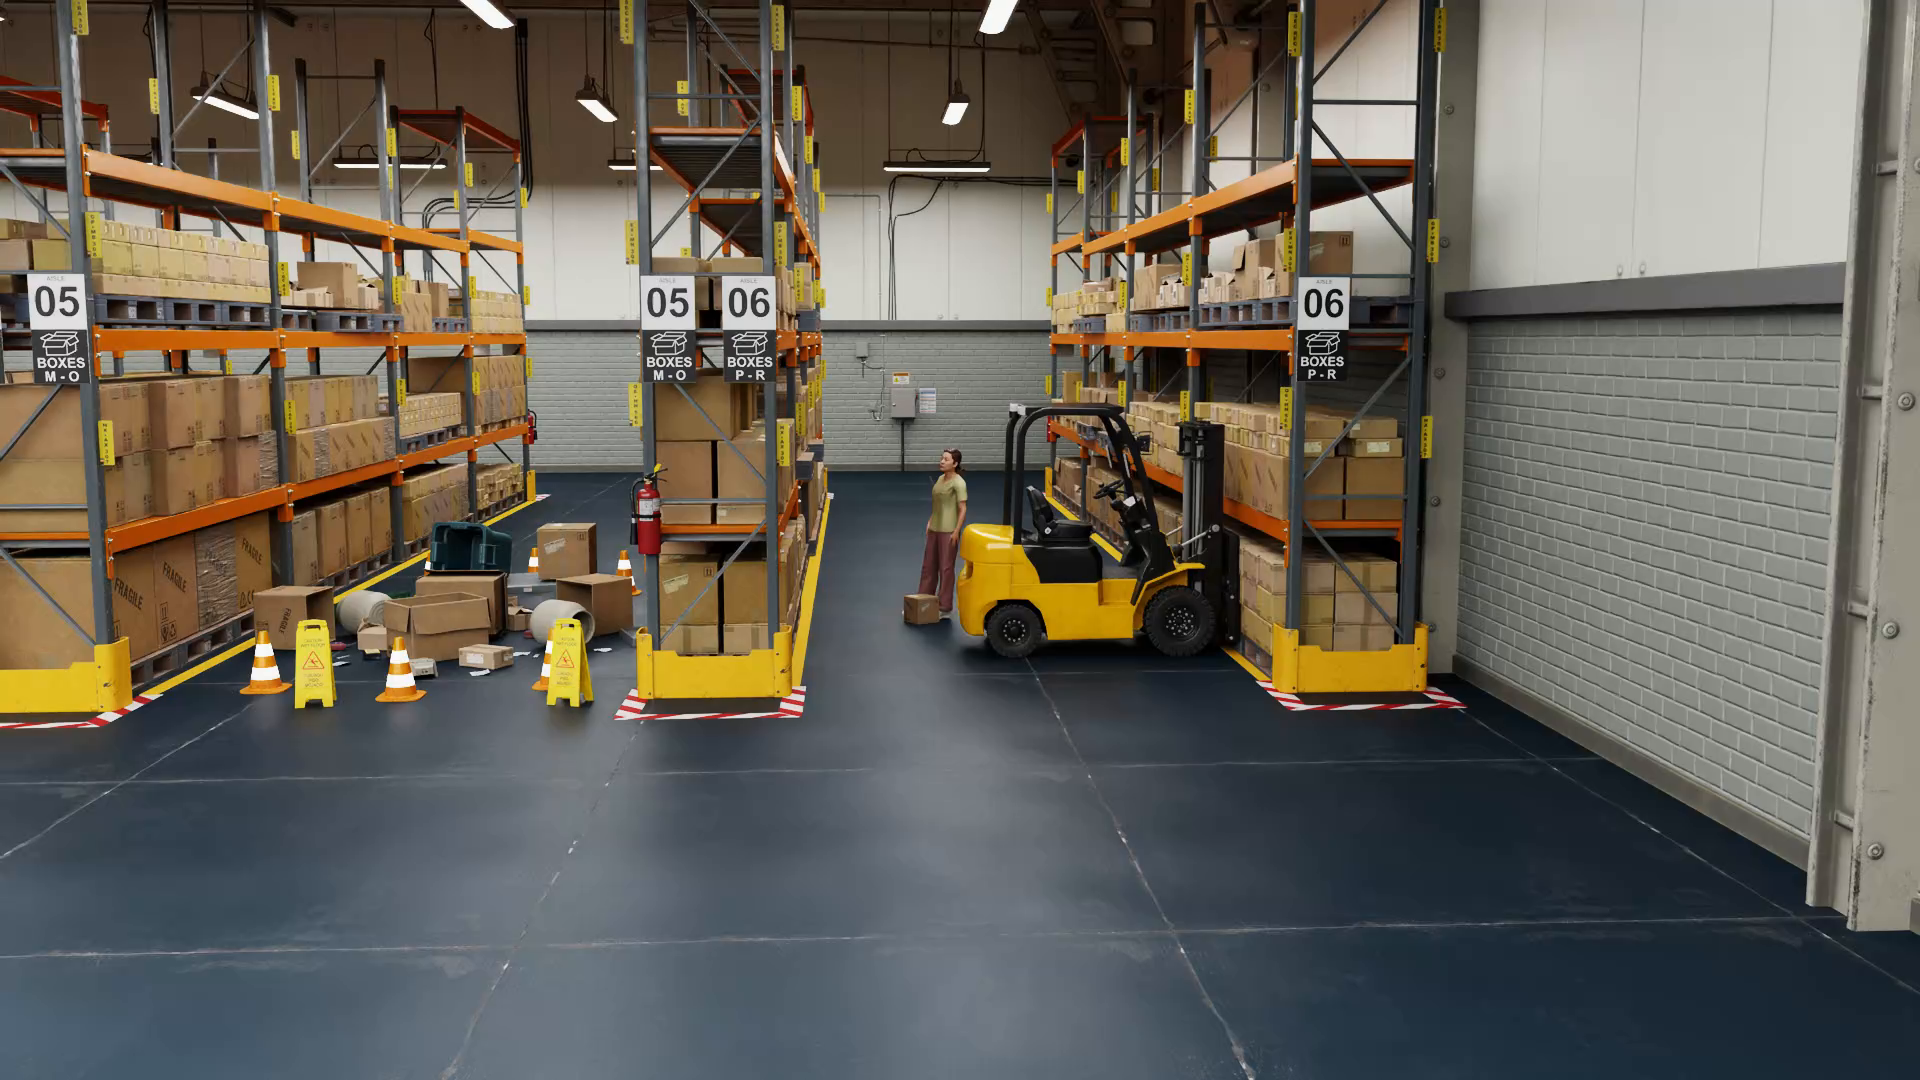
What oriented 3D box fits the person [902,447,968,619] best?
[{"bbox_3d":[-0.212,-0.036,16.204,0.549,1.620,0.555,-4,8,-33],"label":"person"}]
